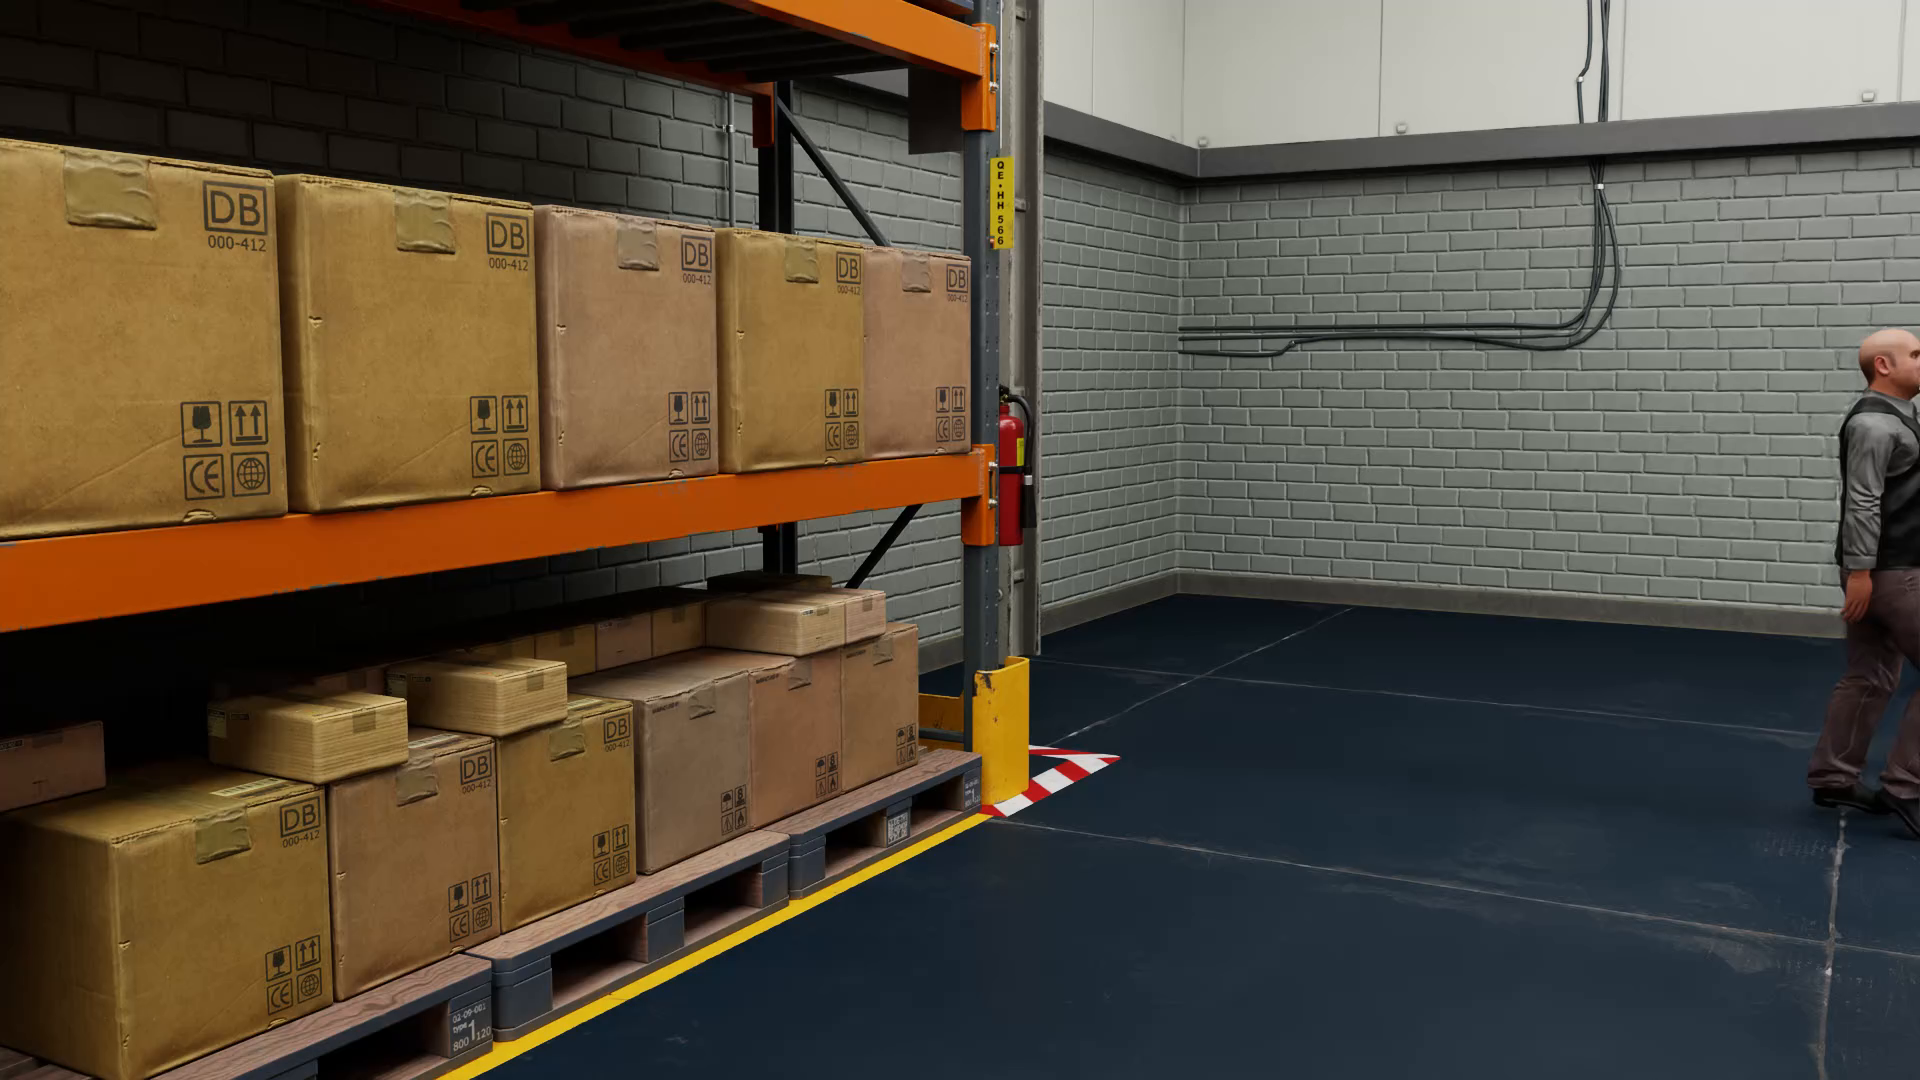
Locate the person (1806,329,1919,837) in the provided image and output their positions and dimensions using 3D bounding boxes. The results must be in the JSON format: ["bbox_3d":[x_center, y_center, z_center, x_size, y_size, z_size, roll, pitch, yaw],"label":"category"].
[{"bbox_3d":[3.283,0.152,5.813,0.513,1.769,0.537,3,7,27],"label":"person"}]
